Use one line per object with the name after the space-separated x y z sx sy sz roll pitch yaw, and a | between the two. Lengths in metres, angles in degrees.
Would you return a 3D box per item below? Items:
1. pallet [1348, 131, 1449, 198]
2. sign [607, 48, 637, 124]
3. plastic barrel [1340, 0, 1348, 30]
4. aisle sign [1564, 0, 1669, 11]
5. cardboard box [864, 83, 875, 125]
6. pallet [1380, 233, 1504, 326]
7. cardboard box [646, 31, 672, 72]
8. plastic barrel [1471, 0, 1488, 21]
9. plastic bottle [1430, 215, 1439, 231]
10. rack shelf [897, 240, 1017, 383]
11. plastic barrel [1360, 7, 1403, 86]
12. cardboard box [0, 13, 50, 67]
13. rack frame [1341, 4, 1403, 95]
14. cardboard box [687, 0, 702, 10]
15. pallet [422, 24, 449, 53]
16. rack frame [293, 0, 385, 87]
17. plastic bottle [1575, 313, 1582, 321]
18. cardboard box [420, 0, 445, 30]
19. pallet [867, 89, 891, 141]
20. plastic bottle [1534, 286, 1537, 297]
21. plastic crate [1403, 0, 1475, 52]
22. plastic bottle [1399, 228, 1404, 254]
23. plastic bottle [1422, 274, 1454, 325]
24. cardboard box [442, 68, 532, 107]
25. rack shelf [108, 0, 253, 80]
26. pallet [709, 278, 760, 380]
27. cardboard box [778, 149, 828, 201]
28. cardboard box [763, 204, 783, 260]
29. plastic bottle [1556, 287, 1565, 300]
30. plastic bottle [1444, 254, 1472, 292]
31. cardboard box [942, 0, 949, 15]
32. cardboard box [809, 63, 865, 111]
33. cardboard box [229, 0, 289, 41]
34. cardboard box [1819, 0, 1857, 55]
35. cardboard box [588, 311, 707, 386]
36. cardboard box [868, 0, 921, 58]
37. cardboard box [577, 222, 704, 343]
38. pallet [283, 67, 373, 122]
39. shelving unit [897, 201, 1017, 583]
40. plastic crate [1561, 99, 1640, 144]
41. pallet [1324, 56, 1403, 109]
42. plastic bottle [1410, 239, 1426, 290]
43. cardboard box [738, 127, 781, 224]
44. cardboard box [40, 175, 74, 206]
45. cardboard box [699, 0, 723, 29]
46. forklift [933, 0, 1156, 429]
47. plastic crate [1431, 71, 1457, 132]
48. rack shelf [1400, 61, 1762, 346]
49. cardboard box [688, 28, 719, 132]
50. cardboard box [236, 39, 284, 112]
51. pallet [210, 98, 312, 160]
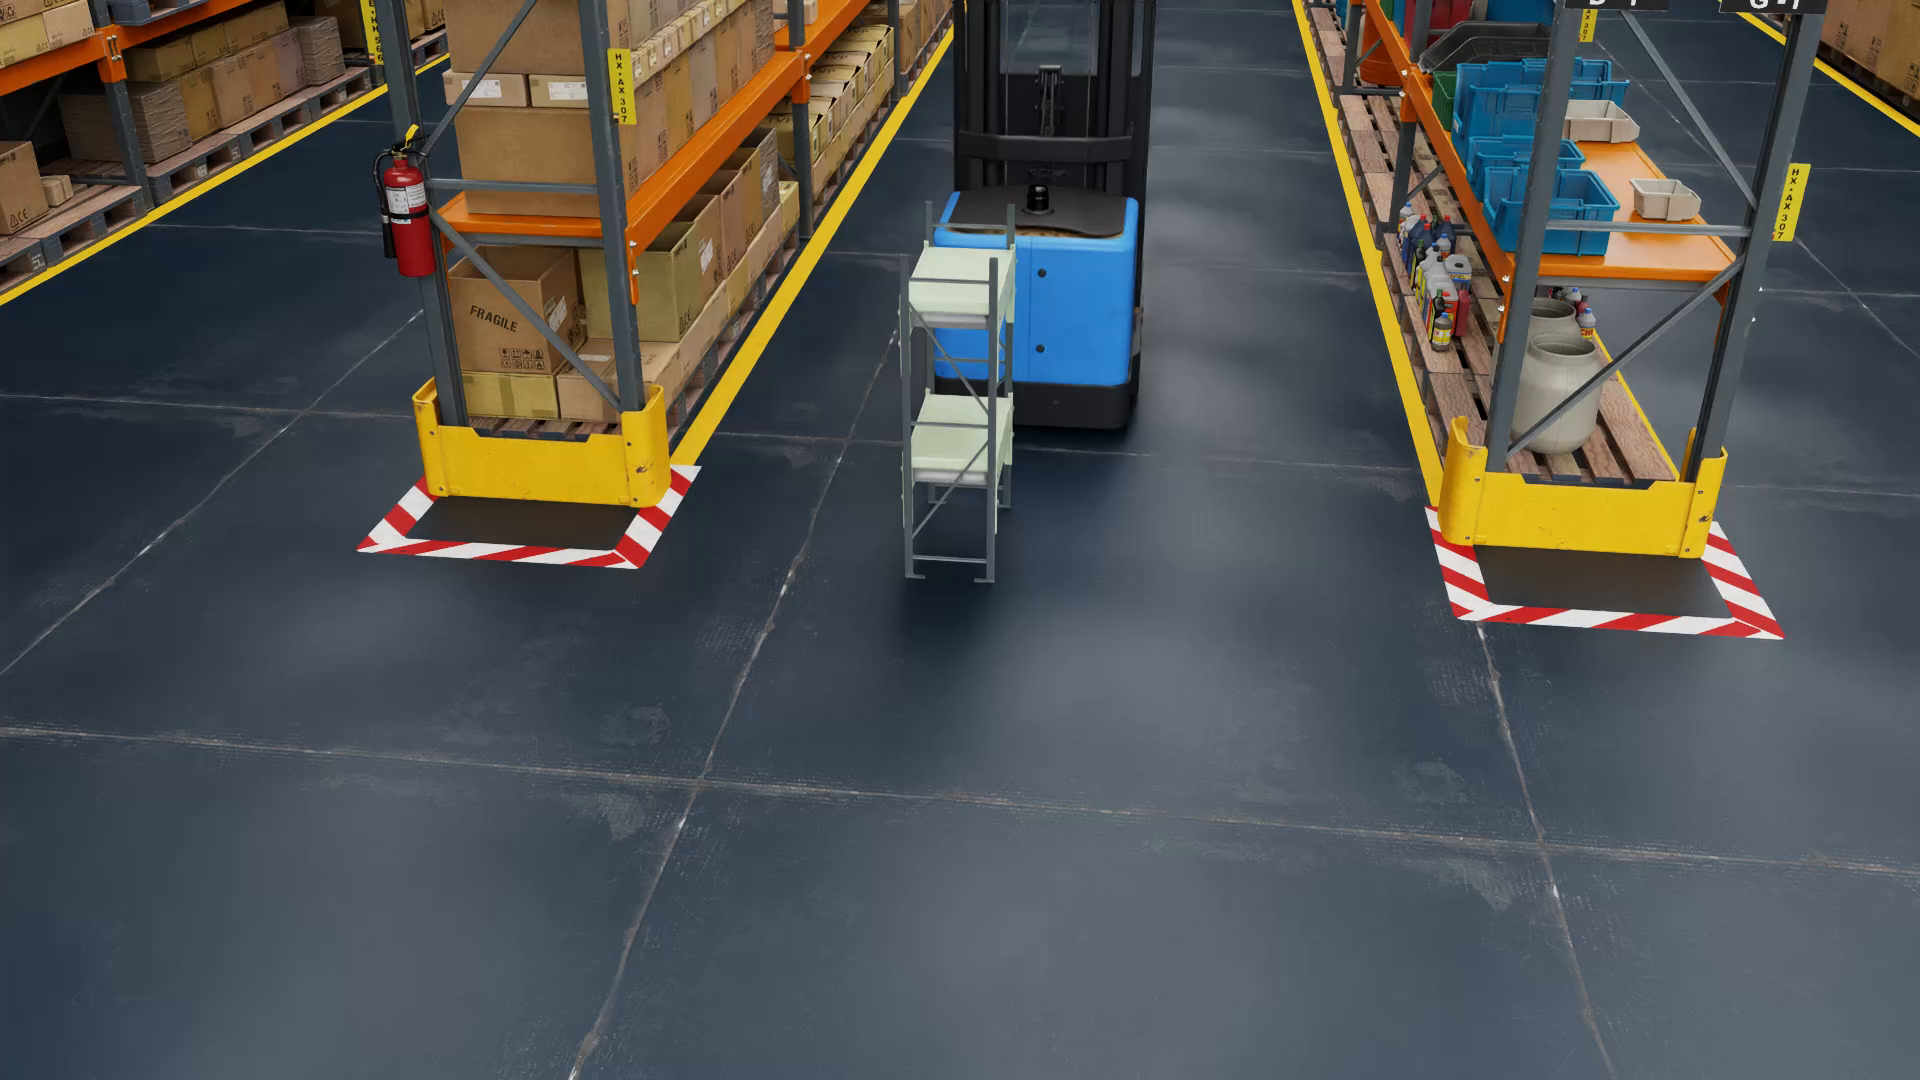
3.583 -2.913 12.935 1.003 0.211 1.213 3 28 6 | pallet
-1.477 -1.981 7.267 0.100 0.325 0.005 3 28 6 | sign
4.188 -5.631 16.810 0.600 0.901 0.708 3 28 6 | plastic barrel
2.584 -2.438 6.372 0.394 0.787 0.004 3 28 6 | aisle sign
-0.994 -3.599 13.723 0.500 0.250 0.500 4 29 7 | cardboard box
3.255 -1.652 10.593 1.003 0.211 1.213 3 28 6 | pallet
-1.671 -2.462 8.368 0.380 0.149 0.250 3 28 5 | cardboard box
3.713 -3.690 11.294 0.433 0.535 0.433 0 28 0 | plastic barrel
2.997 -1.907 10.526 0.061 0.283 0.133 3 28 6 | plastic bottle
-0.001 -1.001 7.203 0.431 0.370 0.720 3 28 6 | rack shelf
3.911 -4.537 14.853 0.600 0.830 0.708 3 28 6 | plastic barrel
-6.281 -3.237 10.733 0.500 0.250 0.500 3 29 6 | cardboard box
3.868 -5.076 14.009 1.000 3.000 0.127 3 28 6 | rack frame
-1.770 -3.180 9.016 0.700 0.500 0.500 3 28 6 | cardboard box
-5.641 -5.363 17.483 1.003 0.211 1.213 3 28 6 | pallet
-5.964 -5.652 15.078 1.000 3.000 0.127 3 28 6 | rack frame
3.432 -1.156 9.219 0.097 0.201 0.097 0 28 0 | plastic bottle
-5.630 -5.641 16.881 0.750 0.750 0.750 3 28 6 | cardboard box
-1.187 -3.753 14.493 1.003 0.211 1.213 3 28 6 | pallet
3.393 -1.558 9.880 0.061 0.283 0.133 3 28 6 | plastic bottle
3.134 -3.467 10.955 0.402 0.464 0.583 3 28 6 | plastic crate
2.879 -1.934 10.665 0.097 0.201 0.097 0 28 0 | plastic bottle
2.753 -1.377 9.551 0.152 0.276 0.135 3 28 5 | plastic bottle
-2.170 -2.120 7.734 0.380 0.149 0.250 3 28 5 | cardboard box
-6.209 -4.393 13.501 1.077 0.370 4.000 3 28 6 | rack shelf
-1.823 -1.307 9.954 1.003 0.211 1.213 3 28 6 | pallet
-1.242 -2.632 11.930 0.500 0.250 0.500 3 28 5 | cardboard box
-1.448 -1.991 10.740 0.500 0.250 0.500 3 28 6 | cardboard box
3.486 -1.362 9.602 0.097 0.201 0.097 0 28 0 | plastic bottle
2.942 -1.546 9.865 0.152 0.276 0.135 3 28 6 | plastic bottle
-0.402 -5.860 17.637 0.500 0.500 0.500 3 29 6 | cardboard box
-1.052 -3.608 13.149 0.500 0.311 0.500 4 29 8 | cardboard box
-6.133 -4.468 14.262 0.500 0.250 0.500 4 29 7 | cardboard box
9.107 -5.197 16.032 1.225 0.875 0.875 2 28 4 | cardboard box
-1.683 -1.049 8.991 0.500 0.250 0.500 3 28 6 | cardboard box
-0.649 -4.903 15.860 0.500 0.500 0.500 2 28 4 | cardboard box
-1.682 -1.379 8.813 0.500 0.500 0.500 3 28 6 | cardboard box
-6.061 -4.056 15.056 1.003 0.211 1.213 3 28 6 | pallet
-0.001 -0.657 7.388 0.431 1.500 0.755 3 28 6 | shelving unit
3.431 -2.298 9.131 0.530 0.136 0.437 3 28 6 | plastic crate
3.924 -4.222 15.364 1.003 0.211 1.213 3 28 6 | pallet
2.783 -1.671 10.089 0.061 0.283 0.133 5 29 8 | plastic bottle
-1.450 -2.321 10.562 0.500 0.500 0.500 3 28 6 | cardboard box
-6.490 -2.461 11.680 0.380 0.166 0.250 0 28 0 | cardboard box
-1.545 -2.949 9.272 0.380 0.149 0.250 4 29 8 | cardboard box
0.538 -2.542 9.377 1.130 2.935 3.031 3 28 6 | forklift
2.932 -2.477 9.409 0.450 0.188 0.662 3 28 6 | plastic crate
3.133 -1.935 8.937 1.077 0.370 4.000 3 28 6 | rack shelf
-1.771 -2.592 9.292 0.700 0.500 0.500 4 29 8 | cardboard box
-6.212 -3.932 14.057 0.700 0.500 0.500 3 28 6 | cardboard box
-6.213 -3.484 13.993 1.003 0.211 1.213 3 28 6 | pallet
